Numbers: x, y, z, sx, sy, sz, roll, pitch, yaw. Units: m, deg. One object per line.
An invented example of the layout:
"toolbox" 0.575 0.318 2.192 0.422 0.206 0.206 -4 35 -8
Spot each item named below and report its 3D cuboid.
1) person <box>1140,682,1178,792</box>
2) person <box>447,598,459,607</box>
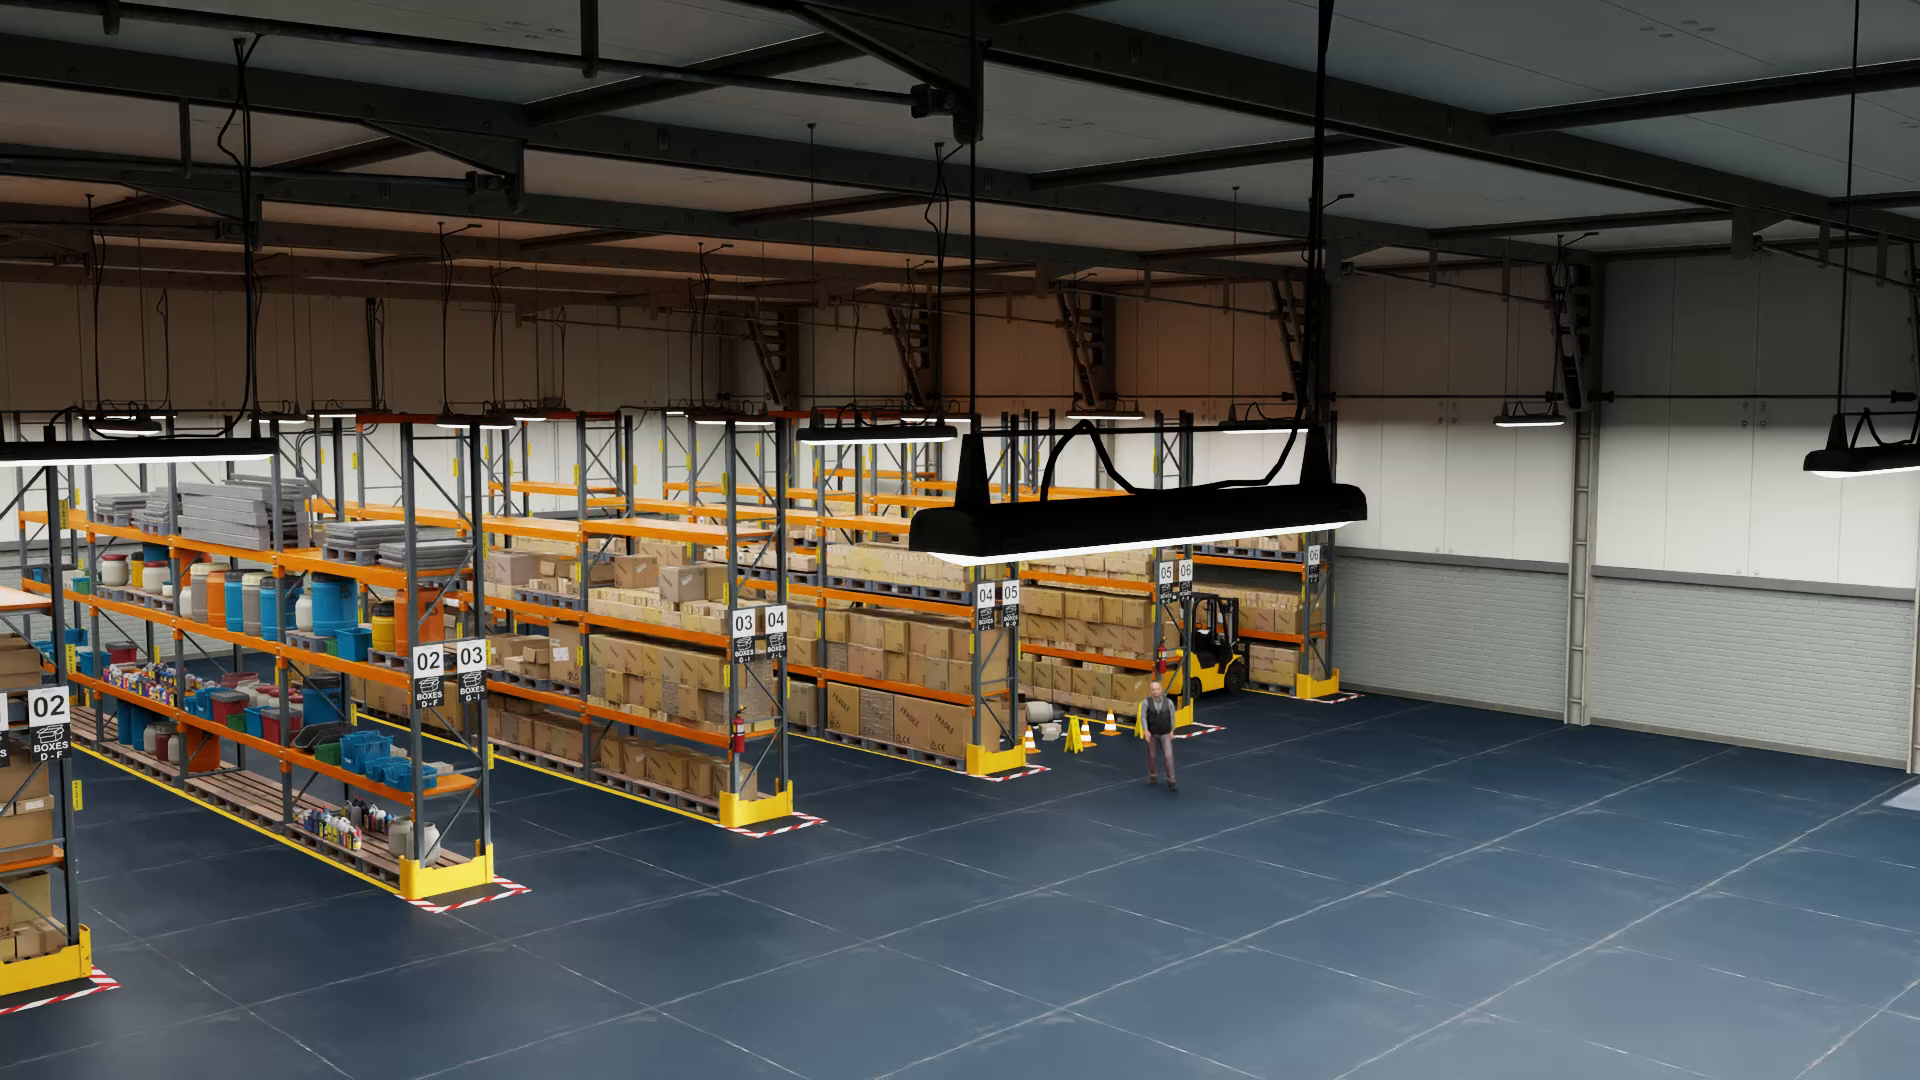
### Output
"person" 3.220 3.141 26.802 0.629 1.695 0.838 1 5 9
"person" -12.083 1.976 40.038 0.625 1.818 0.530 3 6 31
